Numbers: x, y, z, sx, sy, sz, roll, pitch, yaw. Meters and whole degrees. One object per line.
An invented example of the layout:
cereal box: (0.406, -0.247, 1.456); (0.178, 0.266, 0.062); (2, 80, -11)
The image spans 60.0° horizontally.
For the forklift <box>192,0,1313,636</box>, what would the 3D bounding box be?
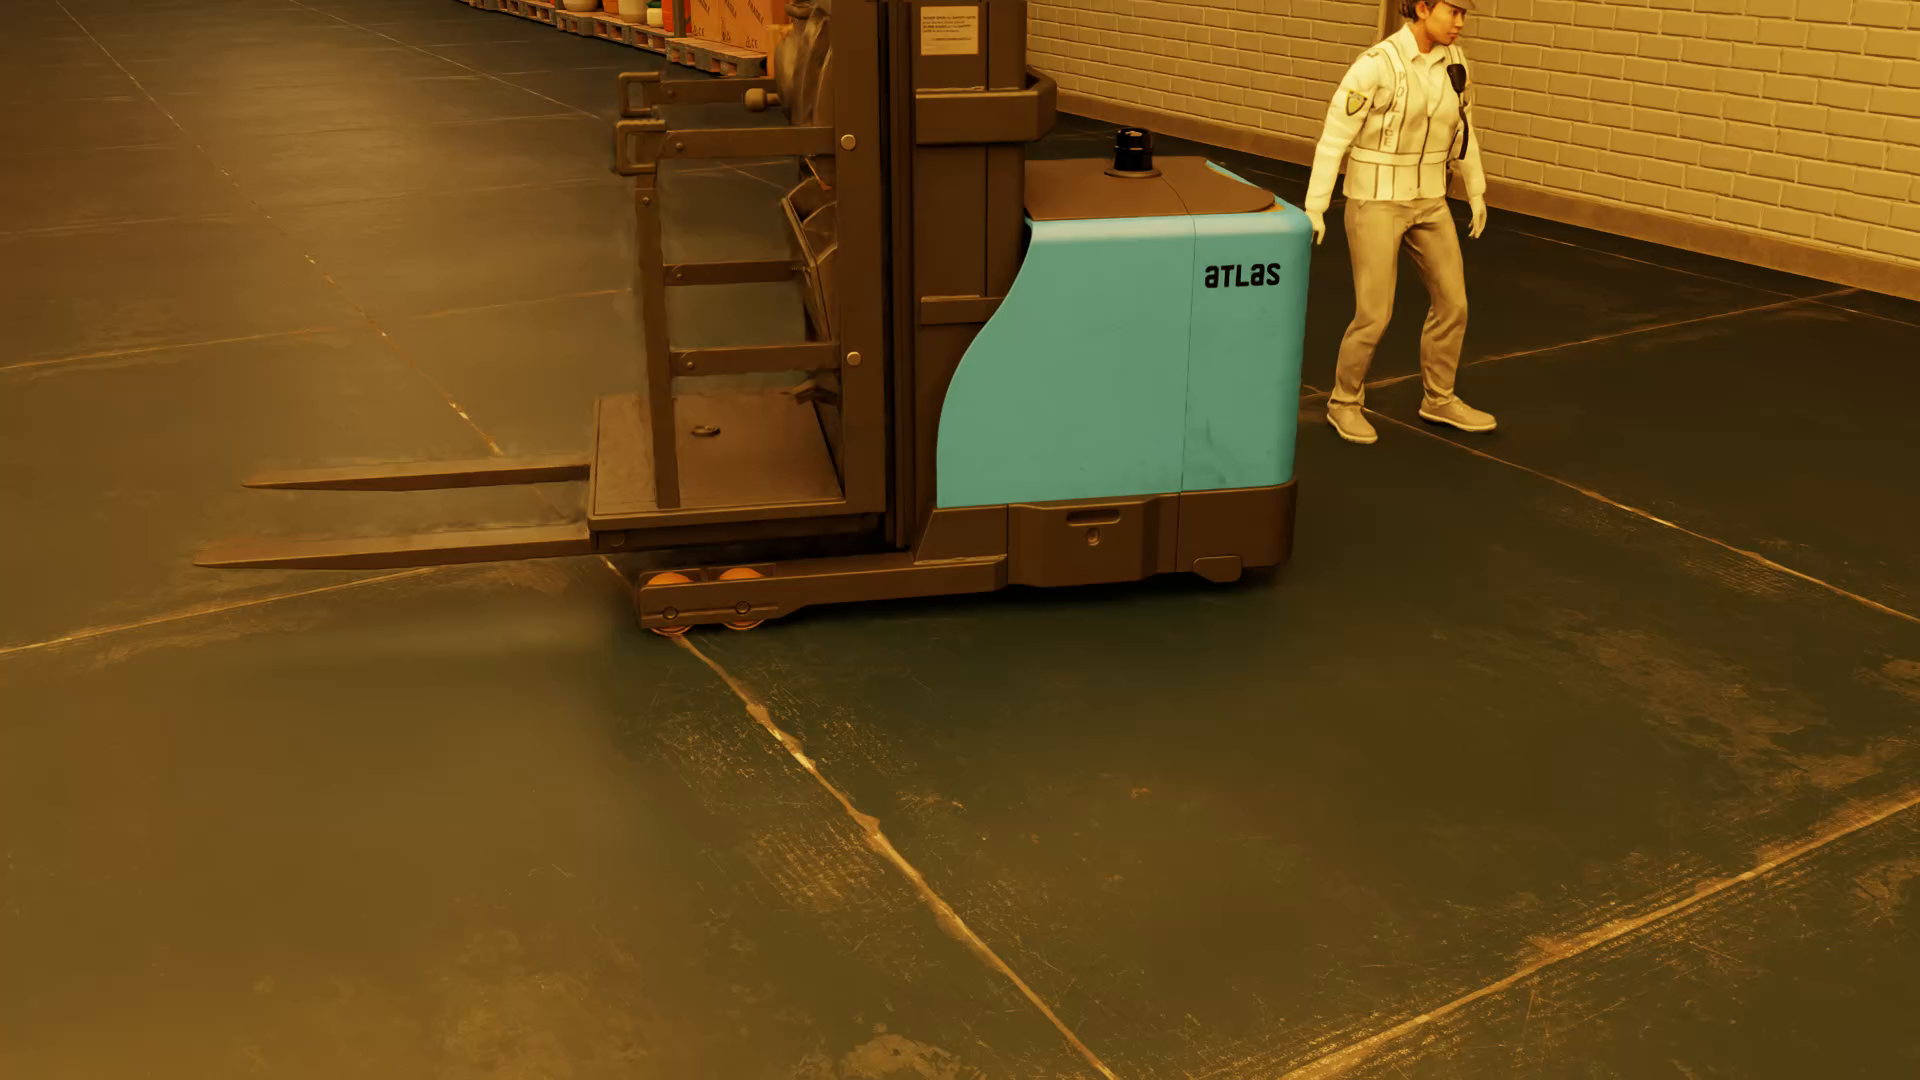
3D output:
forklift: (-0.600, -1.314, 4.476); (3.031, 2.935, 1.130); (-4, 23, -10)

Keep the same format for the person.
person: (1.569, -1.154, 5.803); (0.770, 1.638, 0.373); (-9, 24, -21)
